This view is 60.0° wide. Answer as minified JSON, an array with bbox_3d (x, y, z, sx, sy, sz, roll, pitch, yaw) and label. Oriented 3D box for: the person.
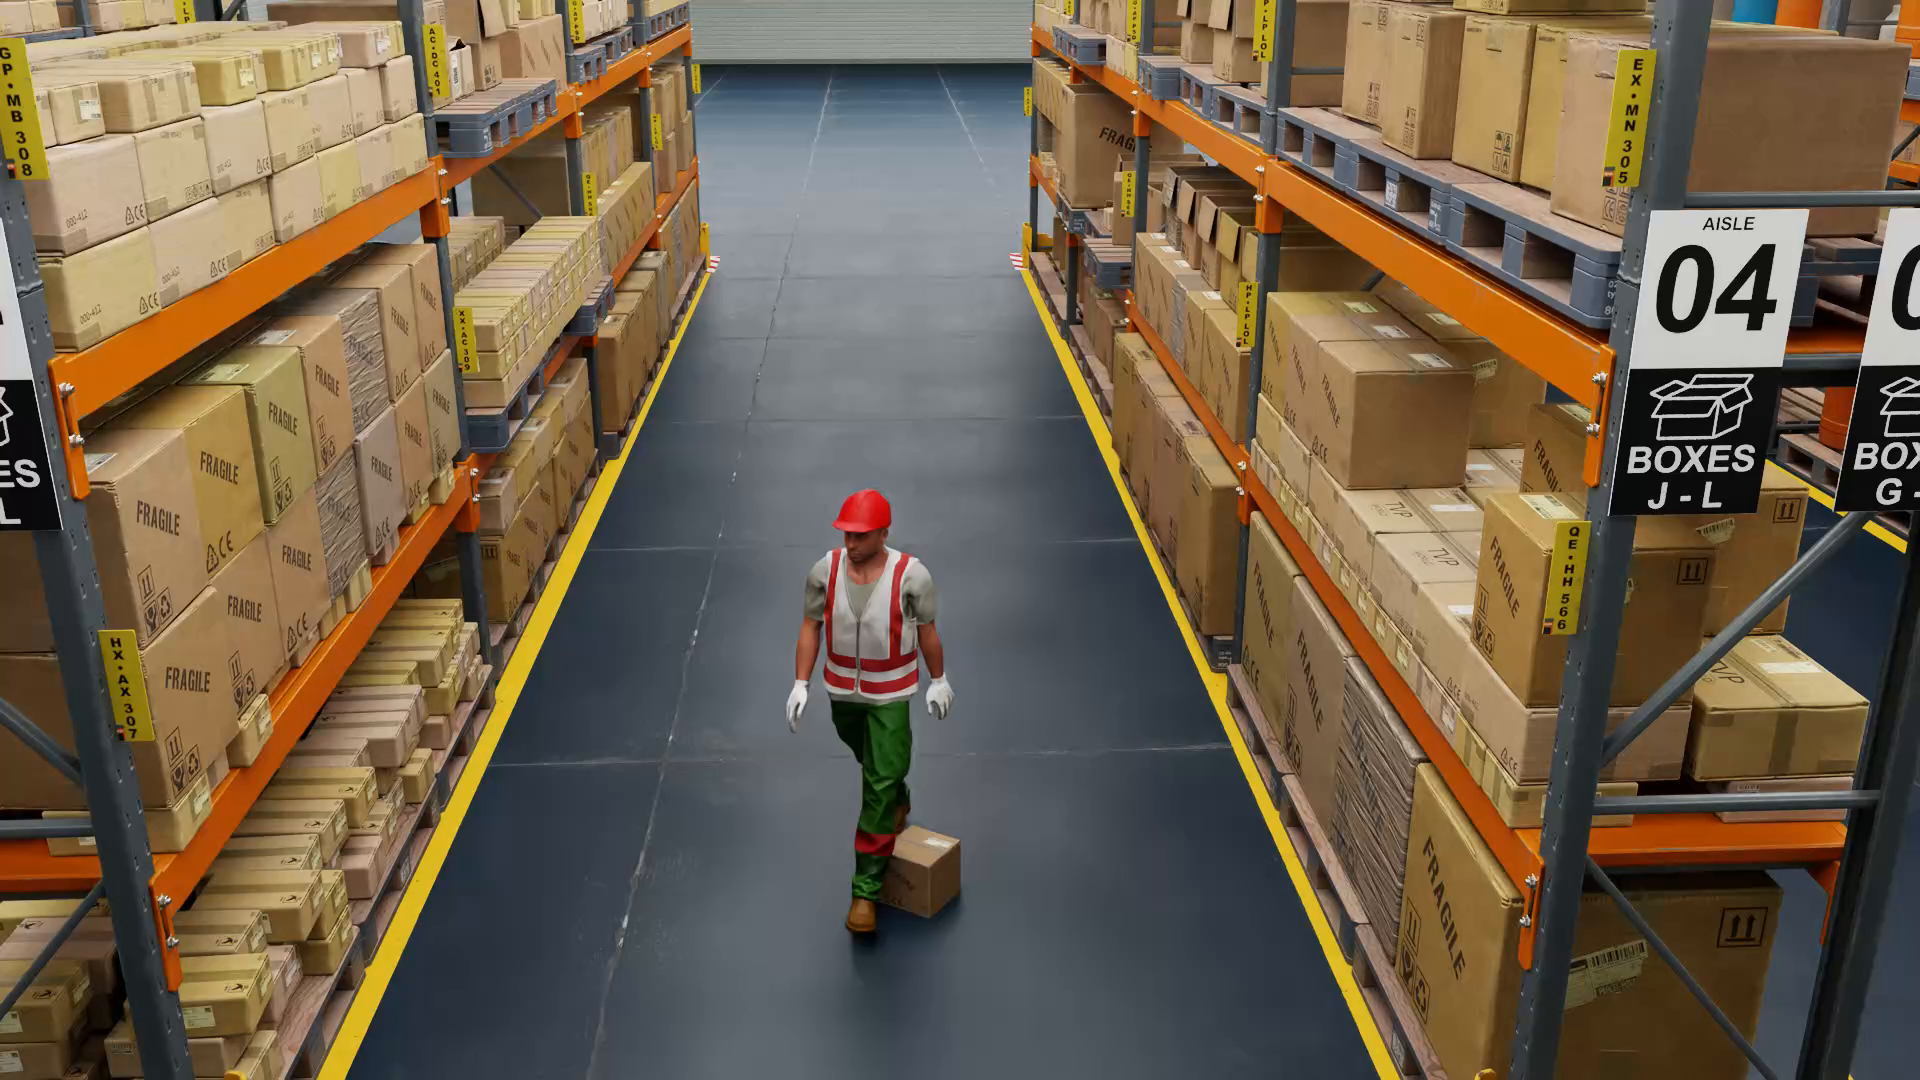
[{"bbox_3d":[-0.396,0.627,6.849,0.609,1.733,1.076,7,21,18],"label":"person"}]
